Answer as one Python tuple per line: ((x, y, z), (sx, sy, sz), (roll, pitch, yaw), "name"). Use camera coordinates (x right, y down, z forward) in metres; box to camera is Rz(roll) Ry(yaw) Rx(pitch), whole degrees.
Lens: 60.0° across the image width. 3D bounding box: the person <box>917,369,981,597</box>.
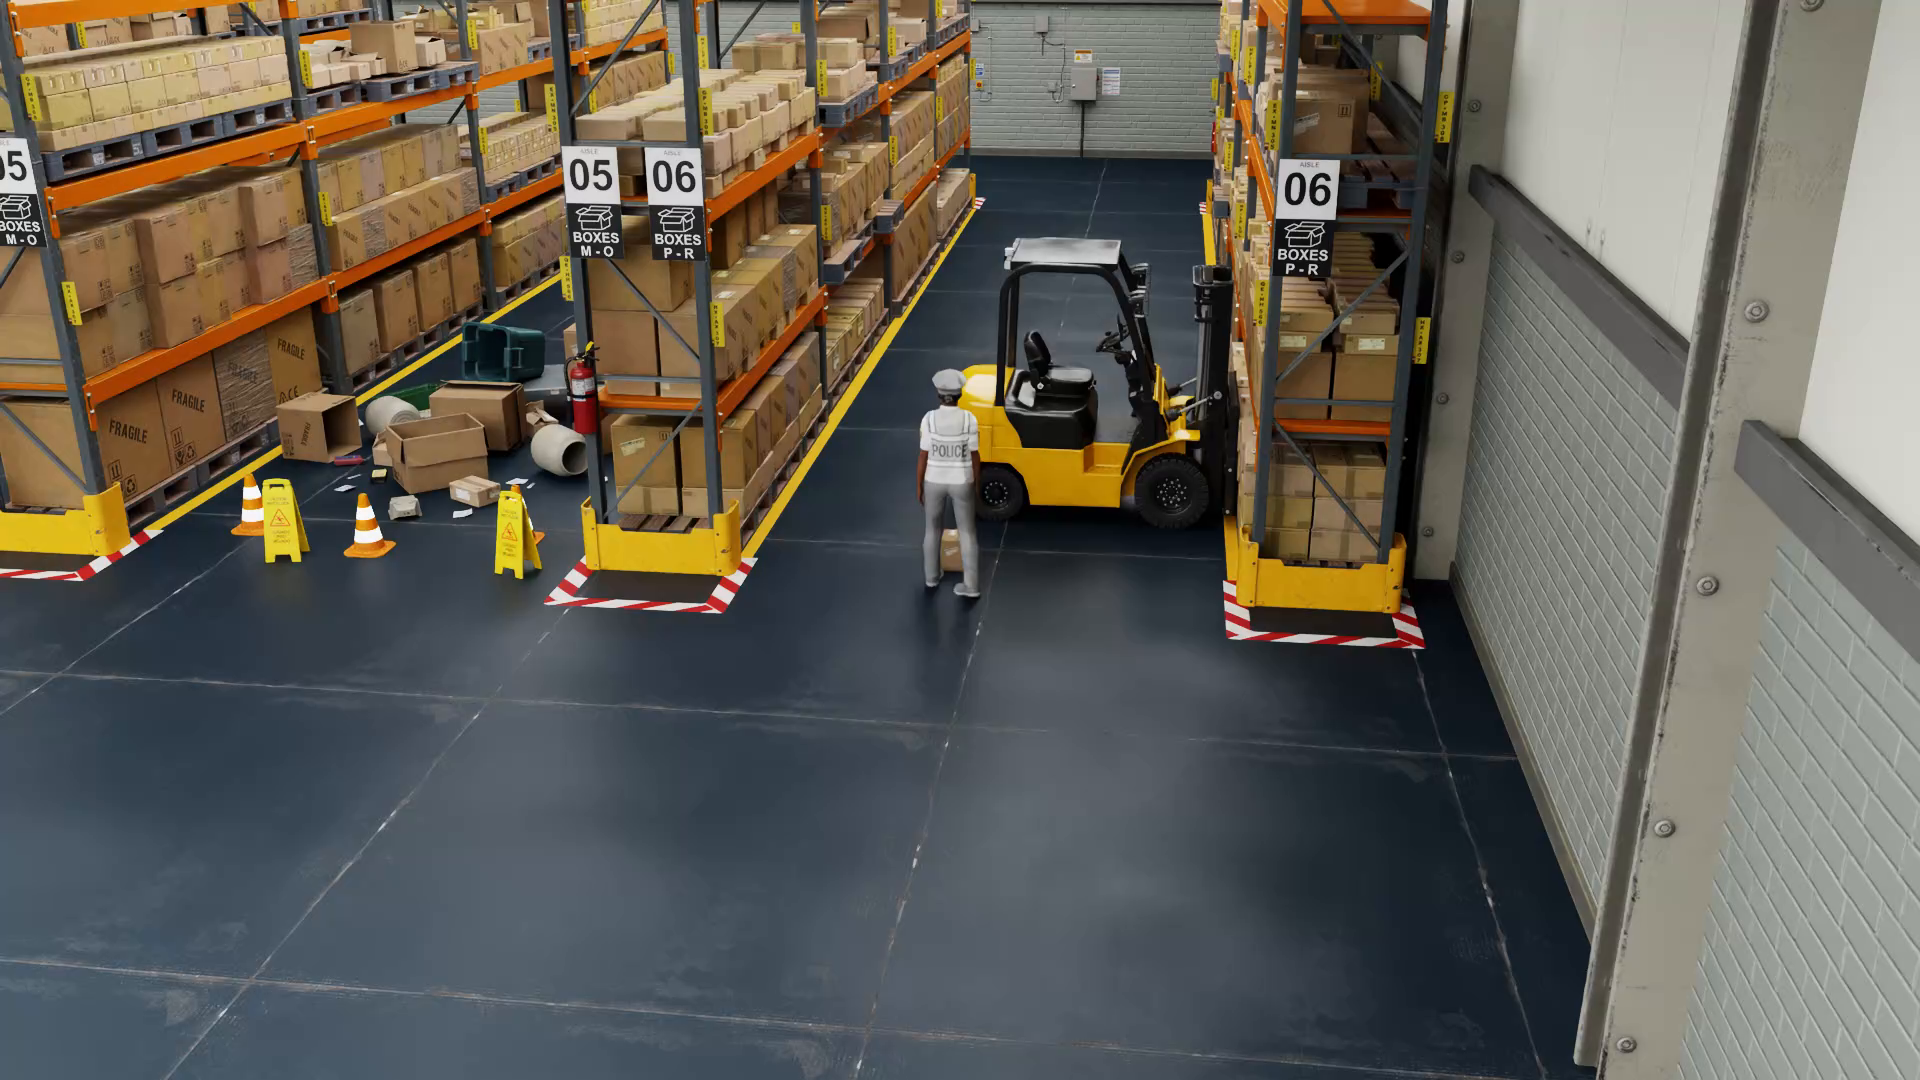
((-0.081, -0.421, 12.141), (0.466, 1.691, 0.545), (0, 21, 1), "person")
